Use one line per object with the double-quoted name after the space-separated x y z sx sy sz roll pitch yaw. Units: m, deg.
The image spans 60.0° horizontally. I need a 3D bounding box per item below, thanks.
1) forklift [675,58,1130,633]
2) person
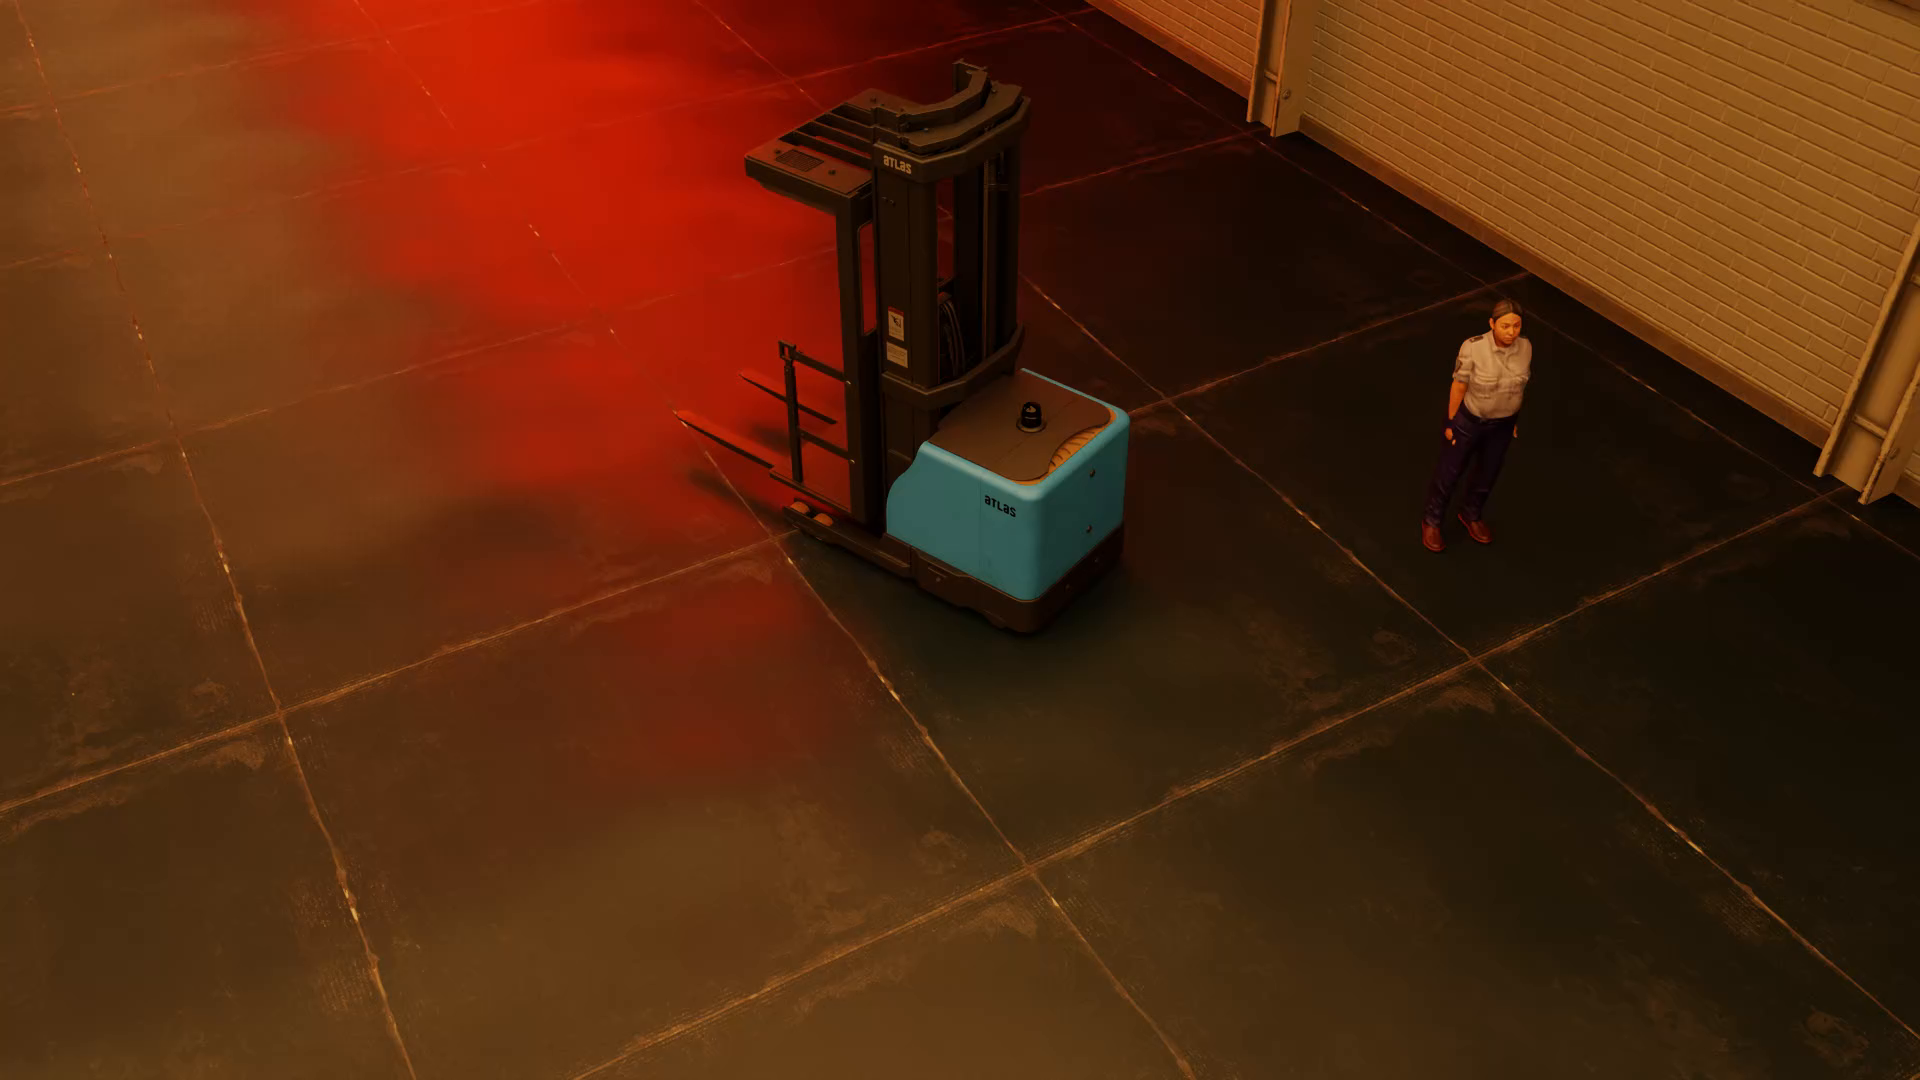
-0.481 -1.366 9.683 3.031 2.935 1.130 26 46 28 "forklift"
3.094 -0.679 9.866 0.482 1.650 0.340 -7 40 -9 "person"
